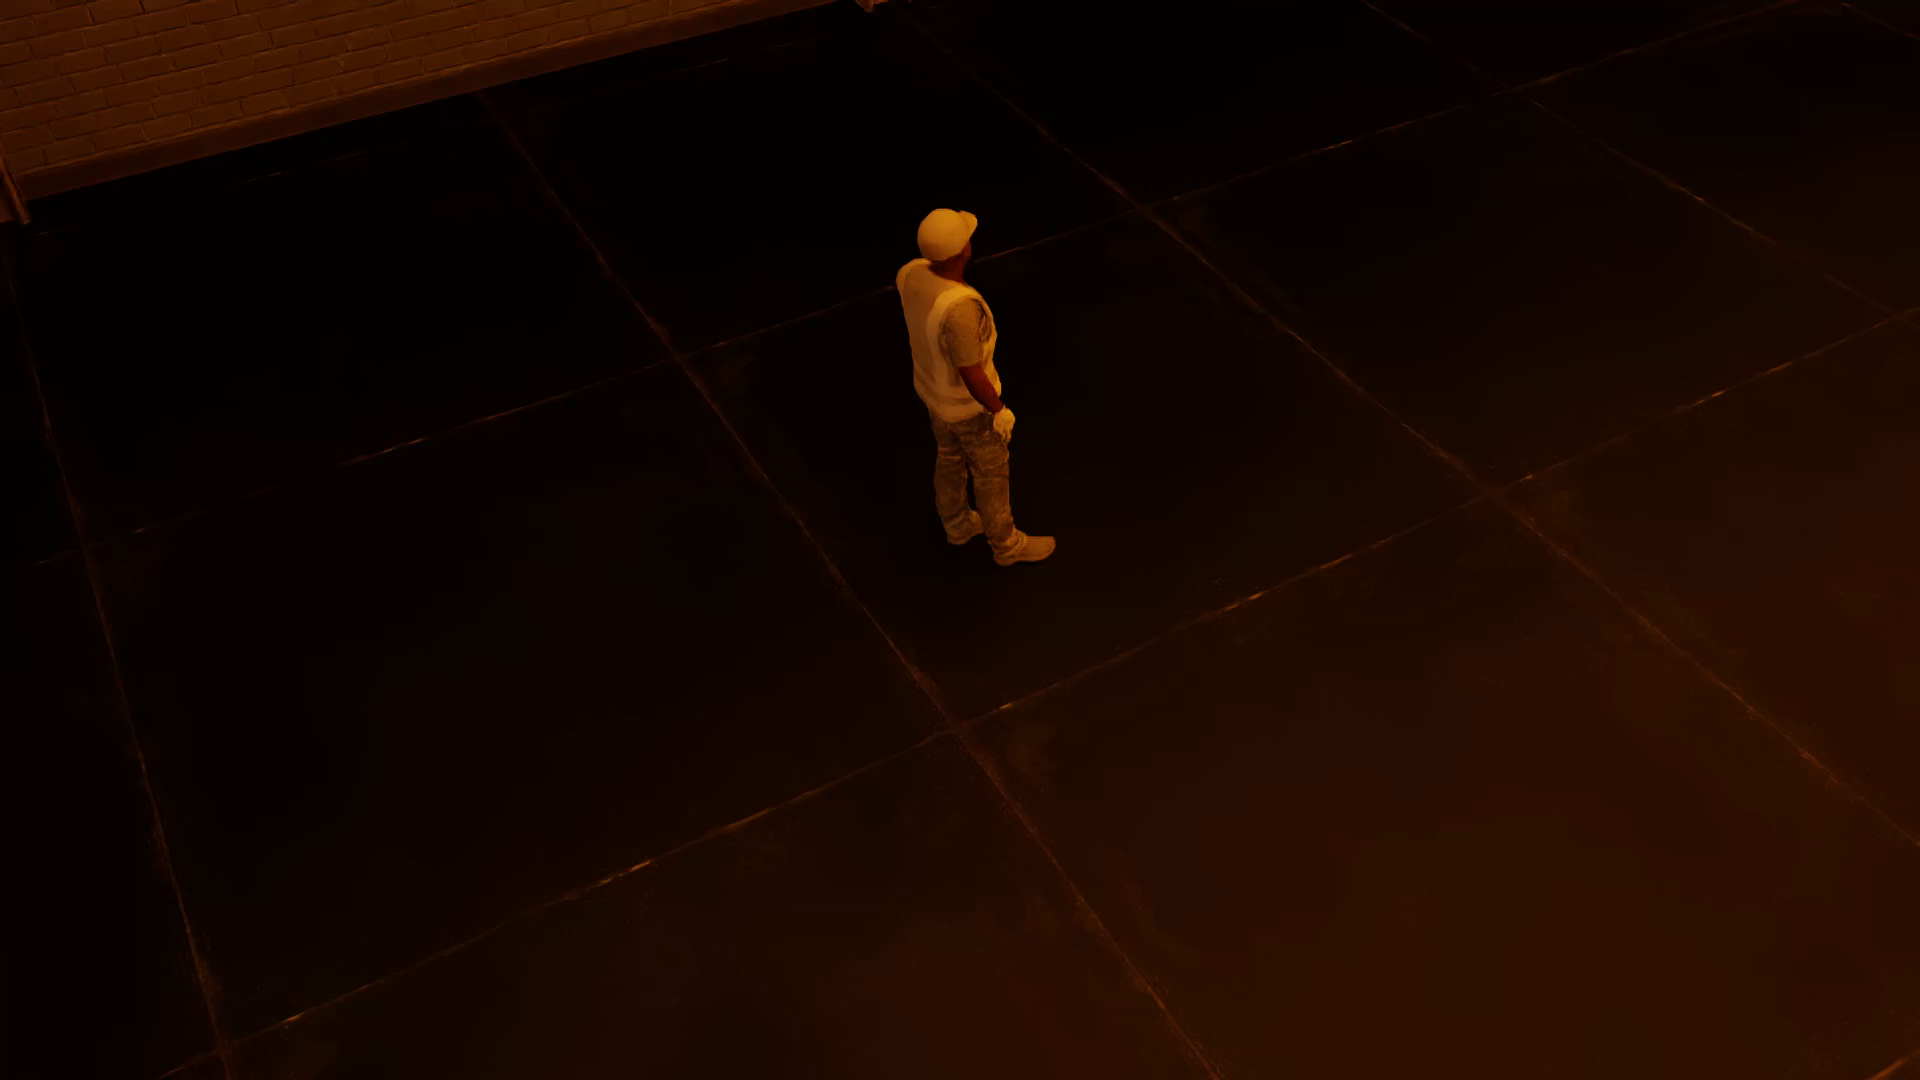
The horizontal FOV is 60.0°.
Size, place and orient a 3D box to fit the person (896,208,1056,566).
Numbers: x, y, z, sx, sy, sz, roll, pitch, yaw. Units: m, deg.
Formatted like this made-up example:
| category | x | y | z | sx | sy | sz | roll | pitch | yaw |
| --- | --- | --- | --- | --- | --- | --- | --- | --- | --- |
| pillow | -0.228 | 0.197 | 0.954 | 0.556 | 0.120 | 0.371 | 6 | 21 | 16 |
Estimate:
| category | x | y | z | sx | sy | sz | roll | pitch | yaw |
| --- | --- | --- | --- | --- | --- | --- | --- | --- | --- |
| person | 0.067 | -0.678 | 7.264 | 0.576 | 1.782 | 0.655 | -21 | 47 | -21 |
